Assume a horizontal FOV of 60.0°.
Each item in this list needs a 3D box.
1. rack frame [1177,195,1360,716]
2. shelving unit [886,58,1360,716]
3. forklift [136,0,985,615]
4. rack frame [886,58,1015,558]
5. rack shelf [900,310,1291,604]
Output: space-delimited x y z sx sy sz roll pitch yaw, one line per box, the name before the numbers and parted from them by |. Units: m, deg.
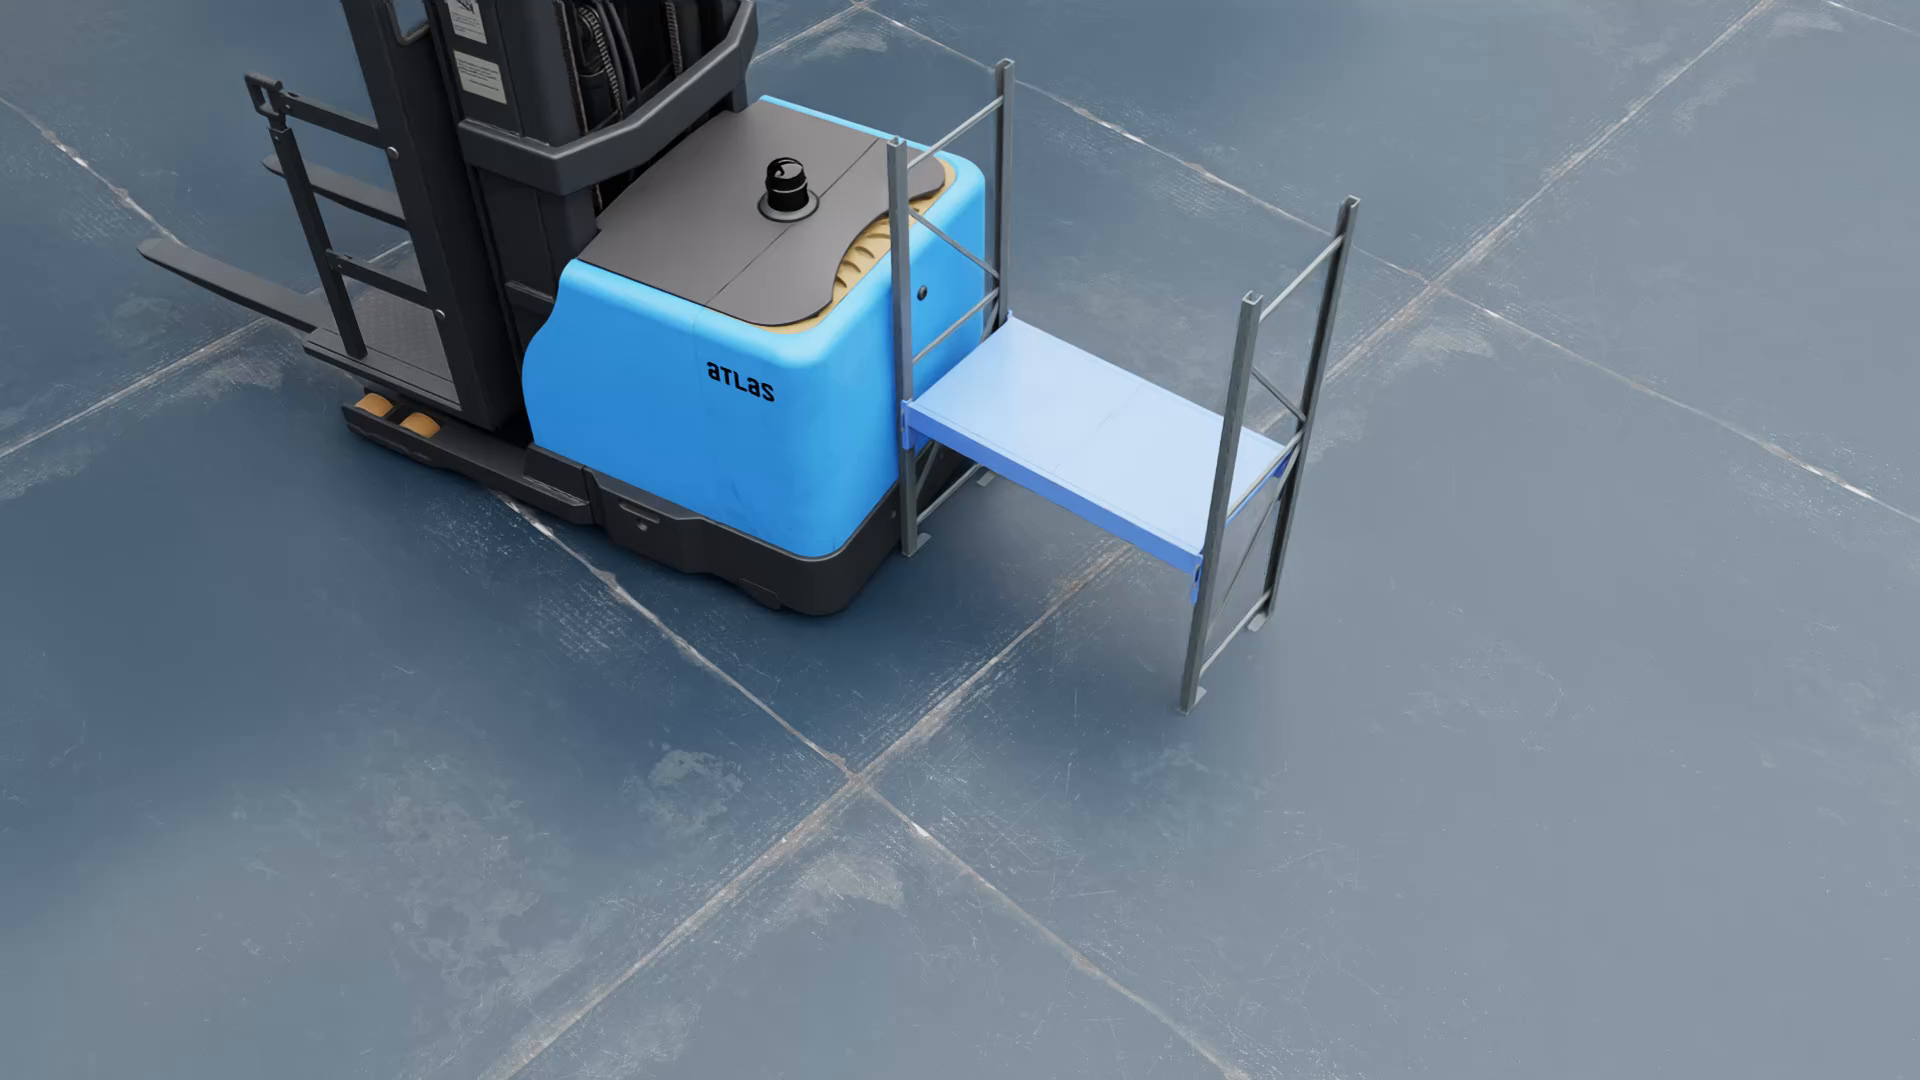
rack frame | 0.790 -0.159 4.370 0.032 1.500 0.500 29 53 25
shelving unit | 0.385 -0.383 4.581 1.048 1.500 0.538 29 53 25
forklift | -1.452 -1.571 4.714 3.031 2.935 1.130 22 51 19
rack frame | -0.019 -0.608 4.792 0.032 1.500 0.500 29 53 25
rack shelf | 0.385 -0.260 4.712 1.000 0.185 0.538 29 53 25
